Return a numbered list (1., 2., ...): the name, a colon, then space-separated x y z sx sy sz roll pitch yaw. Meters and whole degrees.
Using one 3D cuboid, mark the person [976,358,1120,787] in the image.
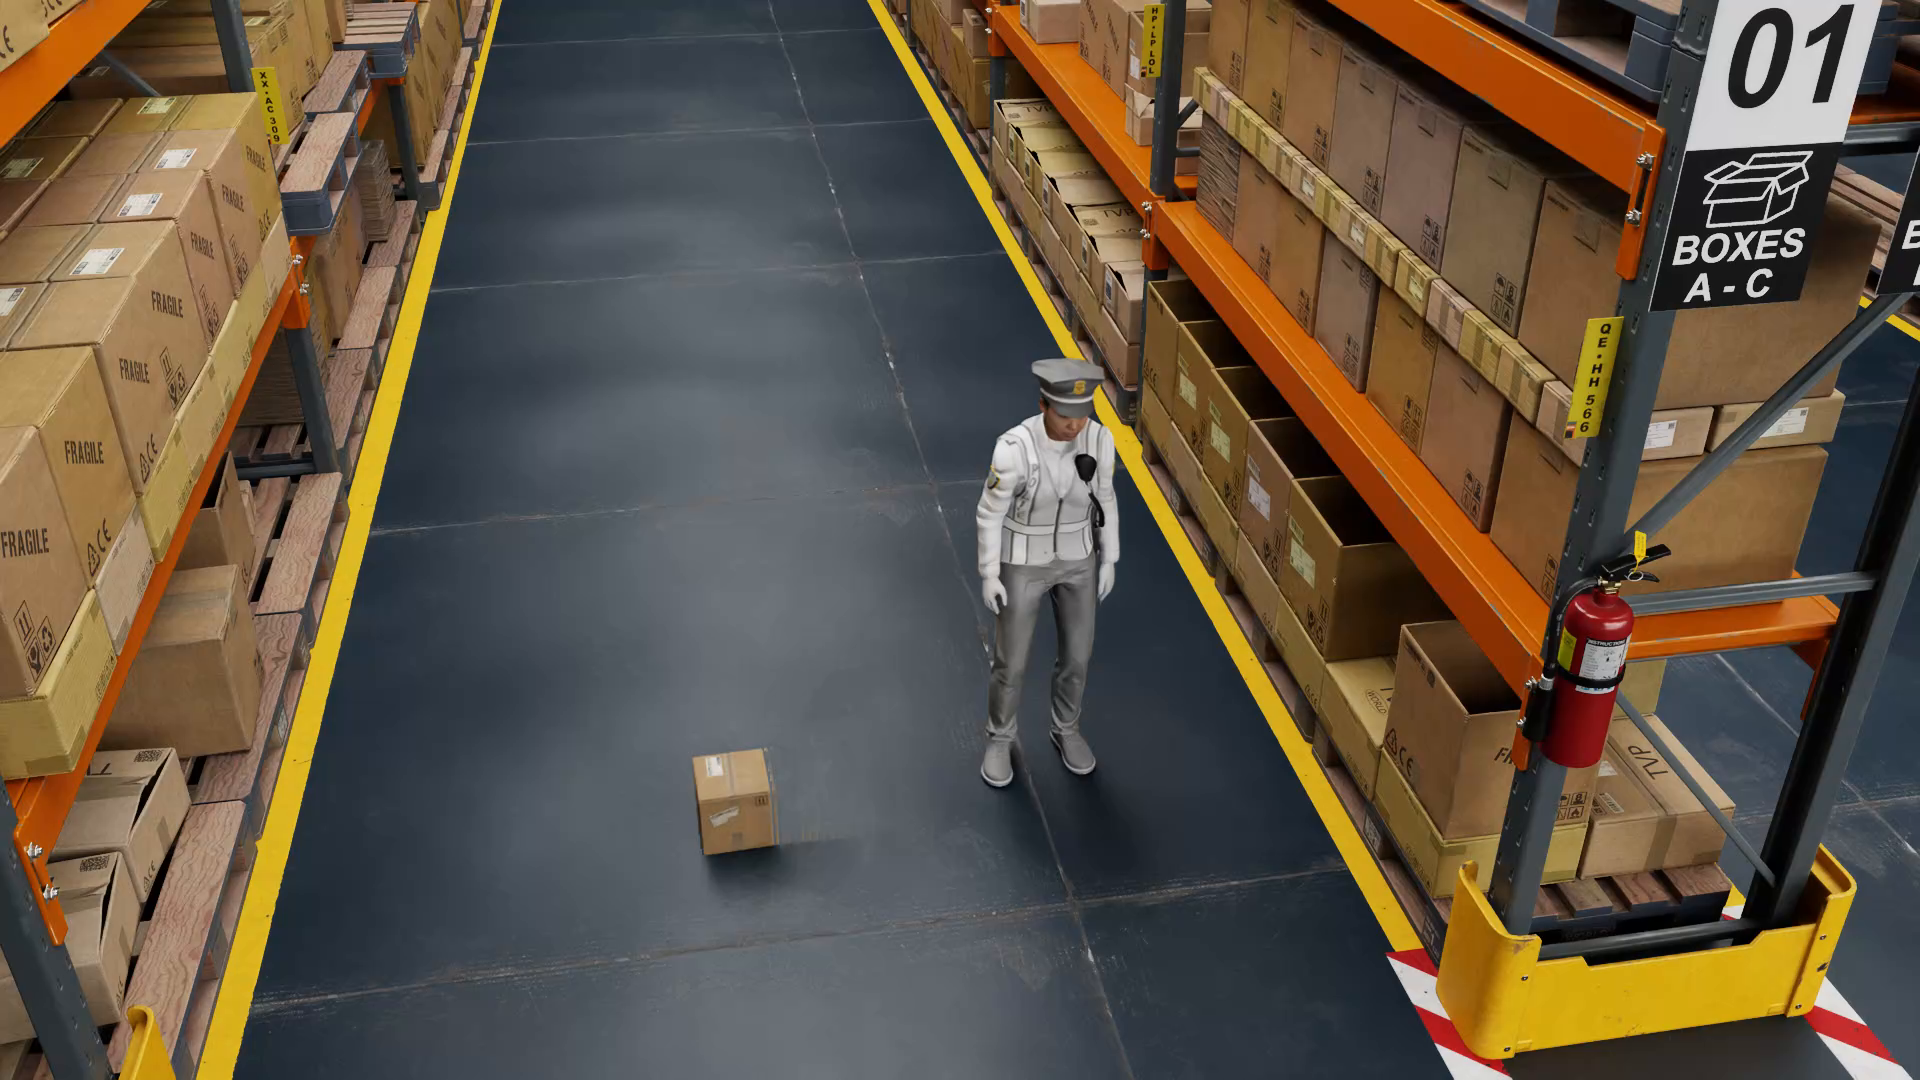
1. person: 0.320 0.109 5.957 0.531 1.653 0.376 -7 32 -11
